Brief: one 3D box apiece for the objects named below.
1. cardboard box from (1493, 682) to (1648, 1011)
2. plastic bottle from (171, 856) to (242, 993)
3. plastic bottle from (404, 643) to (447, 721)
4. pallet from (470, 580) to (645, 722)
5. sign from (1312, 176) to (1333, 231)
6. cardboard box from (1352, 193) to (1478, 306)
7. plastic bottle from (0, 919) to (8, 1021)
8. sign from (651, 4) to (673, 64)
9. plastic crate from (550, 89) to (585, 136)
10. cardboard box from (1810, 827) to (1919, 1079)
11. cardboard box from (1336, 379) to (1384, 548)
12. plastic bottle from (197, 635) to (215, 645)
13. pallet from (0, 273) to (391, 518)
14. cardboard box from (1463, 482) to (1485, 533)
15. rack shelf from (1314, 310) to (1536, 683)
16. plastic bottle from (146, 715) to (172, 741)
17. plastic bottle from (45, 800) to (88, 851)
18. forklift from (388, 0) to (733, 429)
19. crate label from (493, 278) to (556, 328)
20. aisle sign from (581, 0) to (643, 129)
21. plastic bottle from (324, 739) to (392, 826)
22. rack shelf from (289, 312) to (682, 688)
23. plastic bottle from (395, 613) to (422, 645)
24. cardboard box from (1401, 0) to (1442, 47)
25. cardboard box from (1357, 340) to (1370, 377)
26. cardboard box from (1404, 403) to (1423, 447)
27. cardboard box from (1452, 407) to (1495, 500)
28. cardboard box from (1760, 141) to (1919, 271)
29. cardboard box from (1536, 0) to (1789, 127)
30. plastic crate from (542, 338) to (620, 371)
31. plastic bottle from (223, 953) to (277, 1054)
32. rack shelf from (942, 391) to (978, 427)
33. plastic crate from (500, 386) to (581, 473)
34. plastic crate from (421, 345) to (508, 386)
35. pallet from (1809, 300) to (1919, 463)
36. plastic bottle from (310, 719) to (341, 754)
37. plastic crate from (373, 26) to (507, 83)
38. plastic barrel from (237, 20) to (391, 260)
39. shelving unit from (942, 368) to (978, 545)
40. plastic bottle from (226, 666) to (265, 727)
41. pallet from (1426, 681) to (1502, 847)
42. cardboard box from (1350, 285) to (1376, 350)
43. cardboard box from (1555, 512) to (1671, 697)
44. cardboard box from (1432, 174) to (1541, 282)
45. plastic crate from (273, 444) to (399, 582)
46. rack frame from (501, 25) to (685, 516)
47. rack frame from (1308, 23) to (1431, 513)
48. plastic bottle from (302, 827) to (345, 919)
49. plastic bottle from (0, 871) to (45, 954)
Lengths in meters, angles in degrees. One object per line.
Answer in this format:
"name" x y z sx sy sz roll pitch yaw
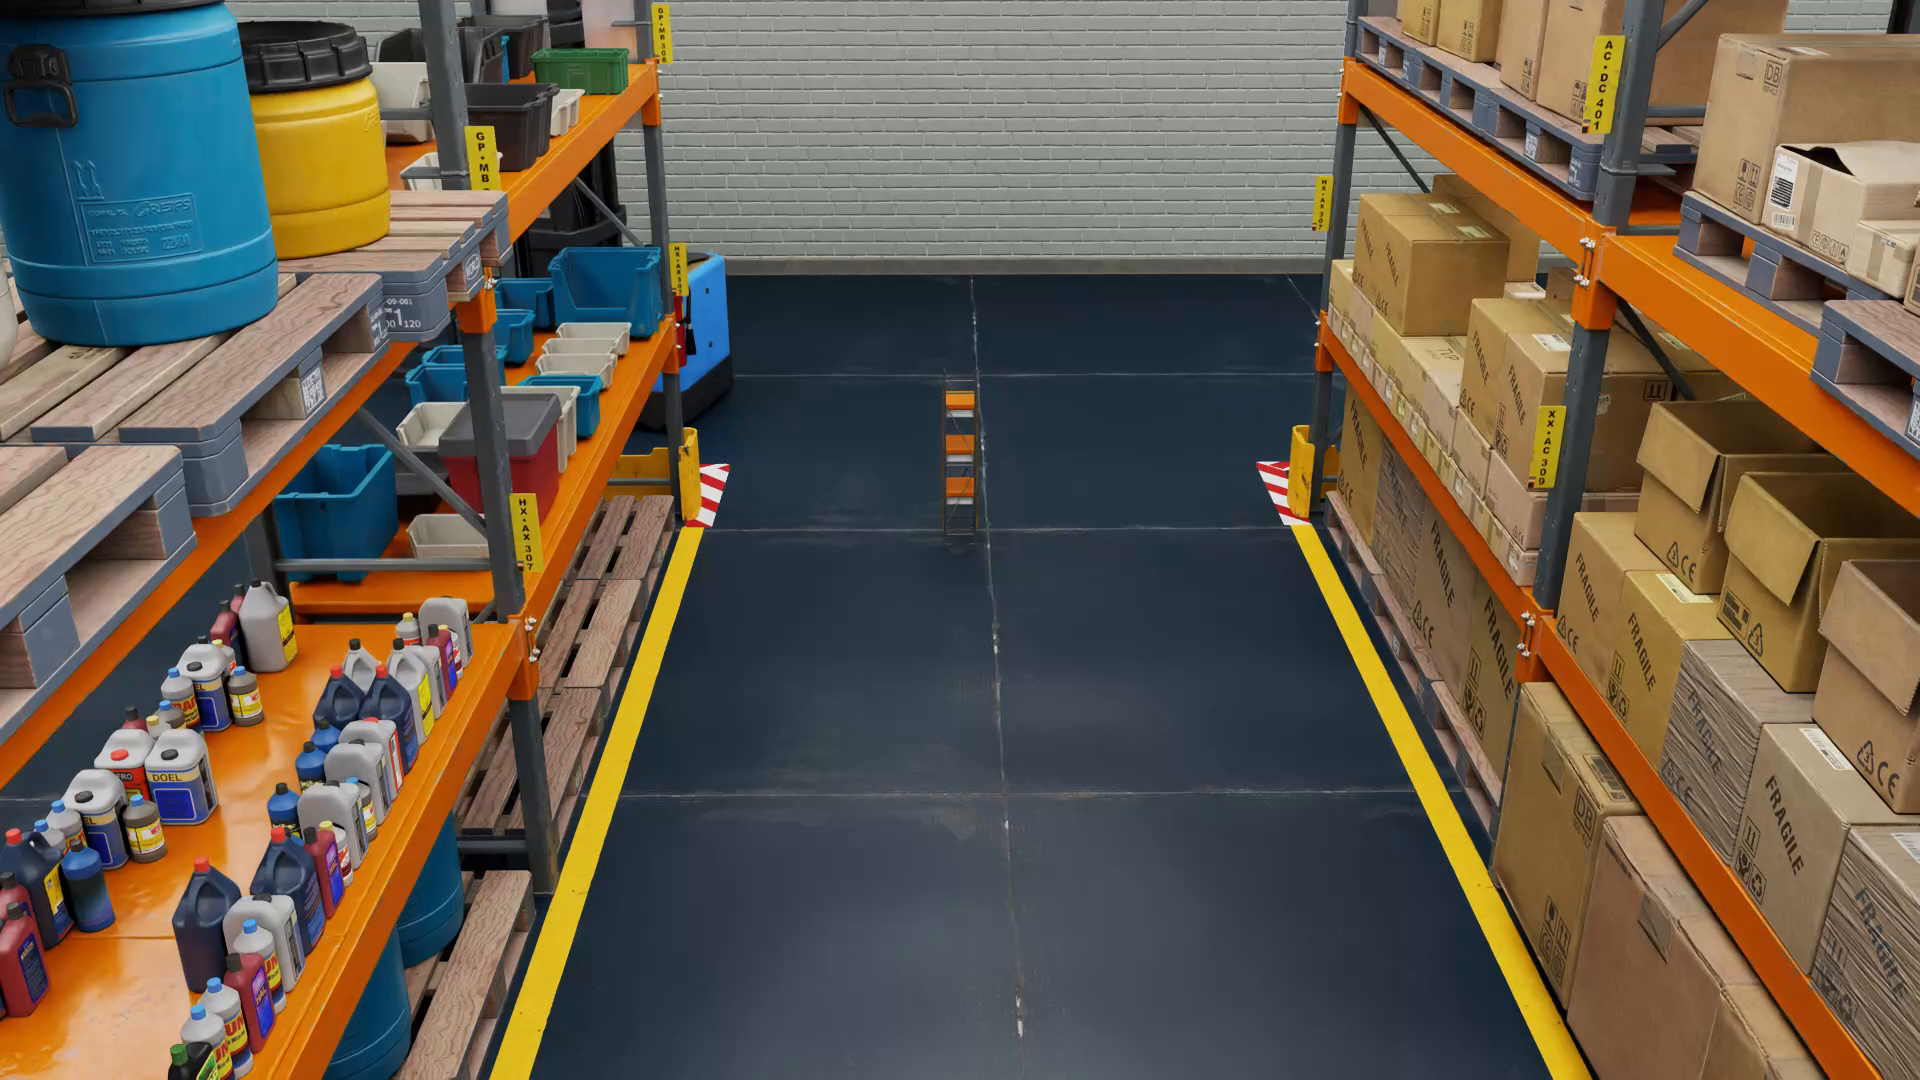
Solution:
"cardboard box" 2.781 1.120 6.202 1.225 0.875 0.875 0 24 0
"plastic bottle" -2.000 1.012 4.432 0.144 0.351 0.185 0 24 -1
"plastic bottle" -1.868 0.470 5.721 0.152 0.276 0.135 0 24 -1
"pallet" -2.262 0.566 8.742 1.003 0.211 1.213 0 24 -1
"sign" 2.155 -1.999 9.883 0.100 0.325 0.005 0 24 -1
"cardboard box" 2.451 -1.572 8.997 0.500 0.500 0.500 -1 24 -2
"plastic bottle" -2.559 1.071 4.301 0.144 0.351 0.185 0 24 -1
"sign" -1.693 -2.874 9.452 0.100 0.325 0.005 0 24 -1
"plastic crate" -1.972 -1.942 7.584 0.437 0.136 0.530 0 24 -1
"cardboard box" 2.536 1.061 4.143 0.500 0.500 0.500 -1 24 -2
"cardboard box" 2.797 -0.528 9.847 0.875 0.875 0.875 0 24 -1
"plastic bottle" -2.600 0.456 5.757 0.097 0.271 0.097 0 24 0
"pallet" -2.077 -0.389 4.058 1.003 0.211 1.213 0 24 -1
"cardboard box" 2.417 -0.142 7.228 0.380 0.149 0.250 -1 24 -1
"rack shelf" 2.732 -0.416 8.404 1.077 0.370 4.000 0 24 -1
"plastic bottle" -2.595 0.664 5.383 0.097 0.201 0.097 0 24 0
"plastic bottle" -2.588 0.878 4.824 0.097 0.271 0.097 0 24 0
"forklift" -3.310 -2.442 12.092 3.031 2.935 1.130 6 25 12
"crate label" -2.569 -1.394 9.822 0.416 0.233 0.303 0 24 -1
"aisle sign" -1.950 -2.761 9.561 0.394 0.787 0.004 0 24 -1
"plastic bottle" -1.861 0.734 5.139 0.152 0.276 0.135 0 24 -1
"rack shelf" -2.221 -0.394 8.354 1.077 0.370 4.000 0 24 -1
"plastic bottle" -1.996 0.362 6.051 0.097 0.201 0.097 0 24 0
"cardboard box" 2.655 -2.771 8.345 0.700 0.500 0.500 -1 24 -2
"cardboard box" 2.395 -0.987 9.098 0.380 0.149 0.250 -1 24 -1
"cardboard box" 2.407 -0.564 8.162 0.380 0.149 0.250 0 24 0
"cardboard box" 2.478 -0.381 7.274 0.500 0.250 0.500 0 24 1
"cardboard box" 2.676 -0.985 4.746 0.500 0.311 0.500 -1 24 -2
"cardboard box" 2.685 -1.891 6.400 0.700 0.500 0.500 -2 24 -4
"plastic crate" -2.064 -0.998 9.065 0.396 0.136 0.243 0 24 -1
"plastic bottle" -1.804 1.148 4.214 0.061 0.283 0.133 0 24 -1
"rack shelf" -0.001 -0.749 9.970 0.215 0.259 0.240 0 24 -1
"plastic crate" -2.031 -0.501 7.789 0.437 0.282 0.530 0 24 -1
"plastic crate" -2.555 -0.851 8.623 0.416 0.233 0.300 0 24 -1
"pallet" 2.722 -0.278 3.815 1.003 0.211 1.213 1 24 2
"plastic bottle" -1.987 0.688 5.244 0.097 0.271 0.097 0 24 0
"plastic crate" -2.501 -2.254 8.028 0.504 0.338 0.767 0 24 -1
"plastic barrel" -1.986 -1.166 4.811 0.600 0.588 0.600 0 24 0
"shelving unit" -0.001 -0.500 10.082 0.215 1.050 0.252 0 24 -1
"plastic bottle" -2.446 0.528 5.684 0.097 0.201 0.097 0 24 0
"pallet" 2.824 1.037 7.701 1.003 0.211 1.213 0 24 -1
"cardboard box" 2.458 -1.222 9.134 0.500 0.250 0.500 -1 24 -1
"cardboard box" 2.509 0.225 5.991 0.500 0.500 0.500 0 24 0
"cardboard box" 2.978 -1.778 9.451 0.500 0.500 0.500 0 24 0
"plastic crate" -2.545 -0.109 6.797 0.392 0.384 0.575 0 24 -1
"rack frame" -2.243 -1.546 10.028 1.000 3.000 0.127 0 24 -1
"rack frame" 2.710 -1.568 10.078 1.000 3.000 0.127 0 24 -1
"plastic bottle" -1.810 0.921 4.716 0.061 0.283 0.133 0 24 -1
"plastic bottle" -2.542 1.037 4.460 0.061 0.283 0.133 0 24 -1
